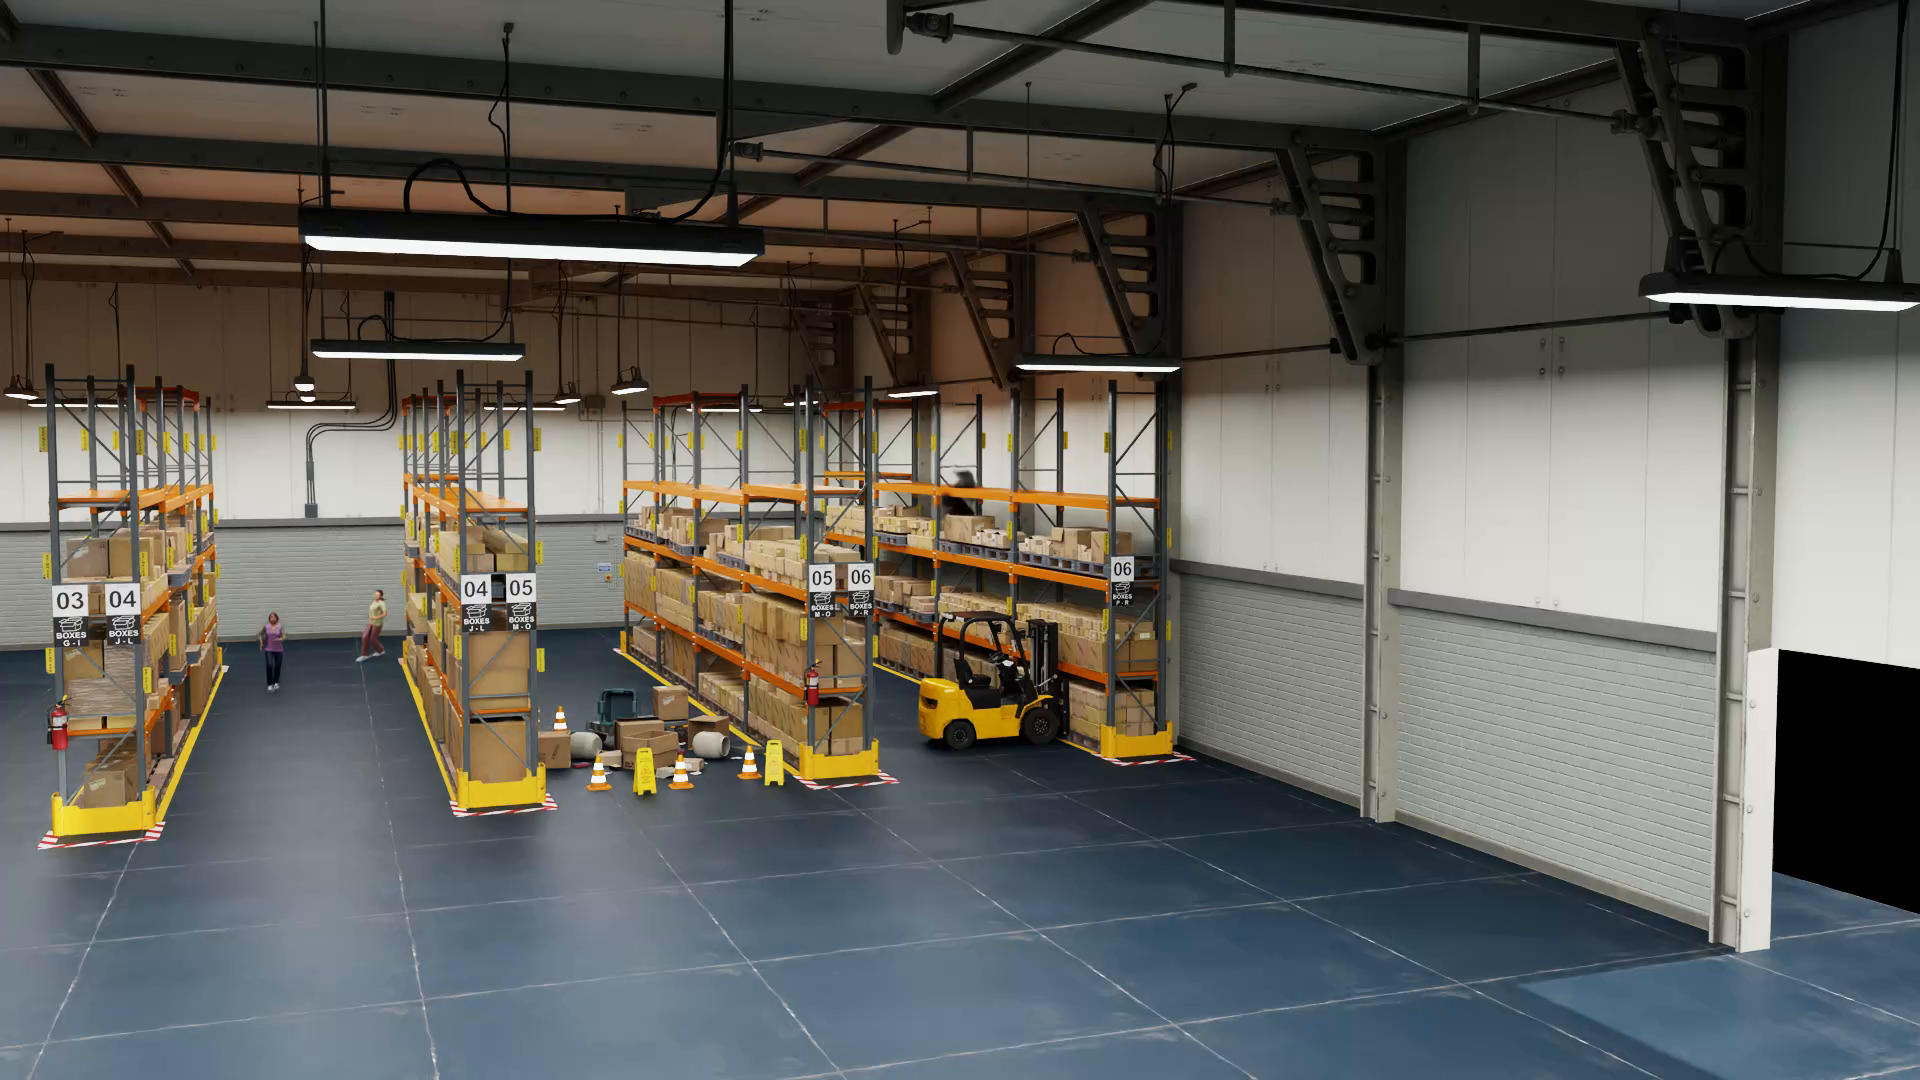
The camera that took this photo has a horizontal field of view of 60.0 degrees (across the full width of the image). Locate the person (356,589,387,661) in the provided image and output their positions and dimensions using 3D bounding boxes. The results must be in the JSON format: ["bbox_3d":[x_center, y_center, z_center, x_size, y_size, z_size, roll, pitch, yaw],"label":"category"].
[{"bbox_3d":[-13.454,1.956,38.282,0.678,1.652,0.755,2,4,34],"label":"person"}]

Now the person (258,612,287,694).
[{"bbox_3d":[-13.752,2.258,33.292,0.503,1.630,0.694,-2,4,-27],"label":"person"}]
